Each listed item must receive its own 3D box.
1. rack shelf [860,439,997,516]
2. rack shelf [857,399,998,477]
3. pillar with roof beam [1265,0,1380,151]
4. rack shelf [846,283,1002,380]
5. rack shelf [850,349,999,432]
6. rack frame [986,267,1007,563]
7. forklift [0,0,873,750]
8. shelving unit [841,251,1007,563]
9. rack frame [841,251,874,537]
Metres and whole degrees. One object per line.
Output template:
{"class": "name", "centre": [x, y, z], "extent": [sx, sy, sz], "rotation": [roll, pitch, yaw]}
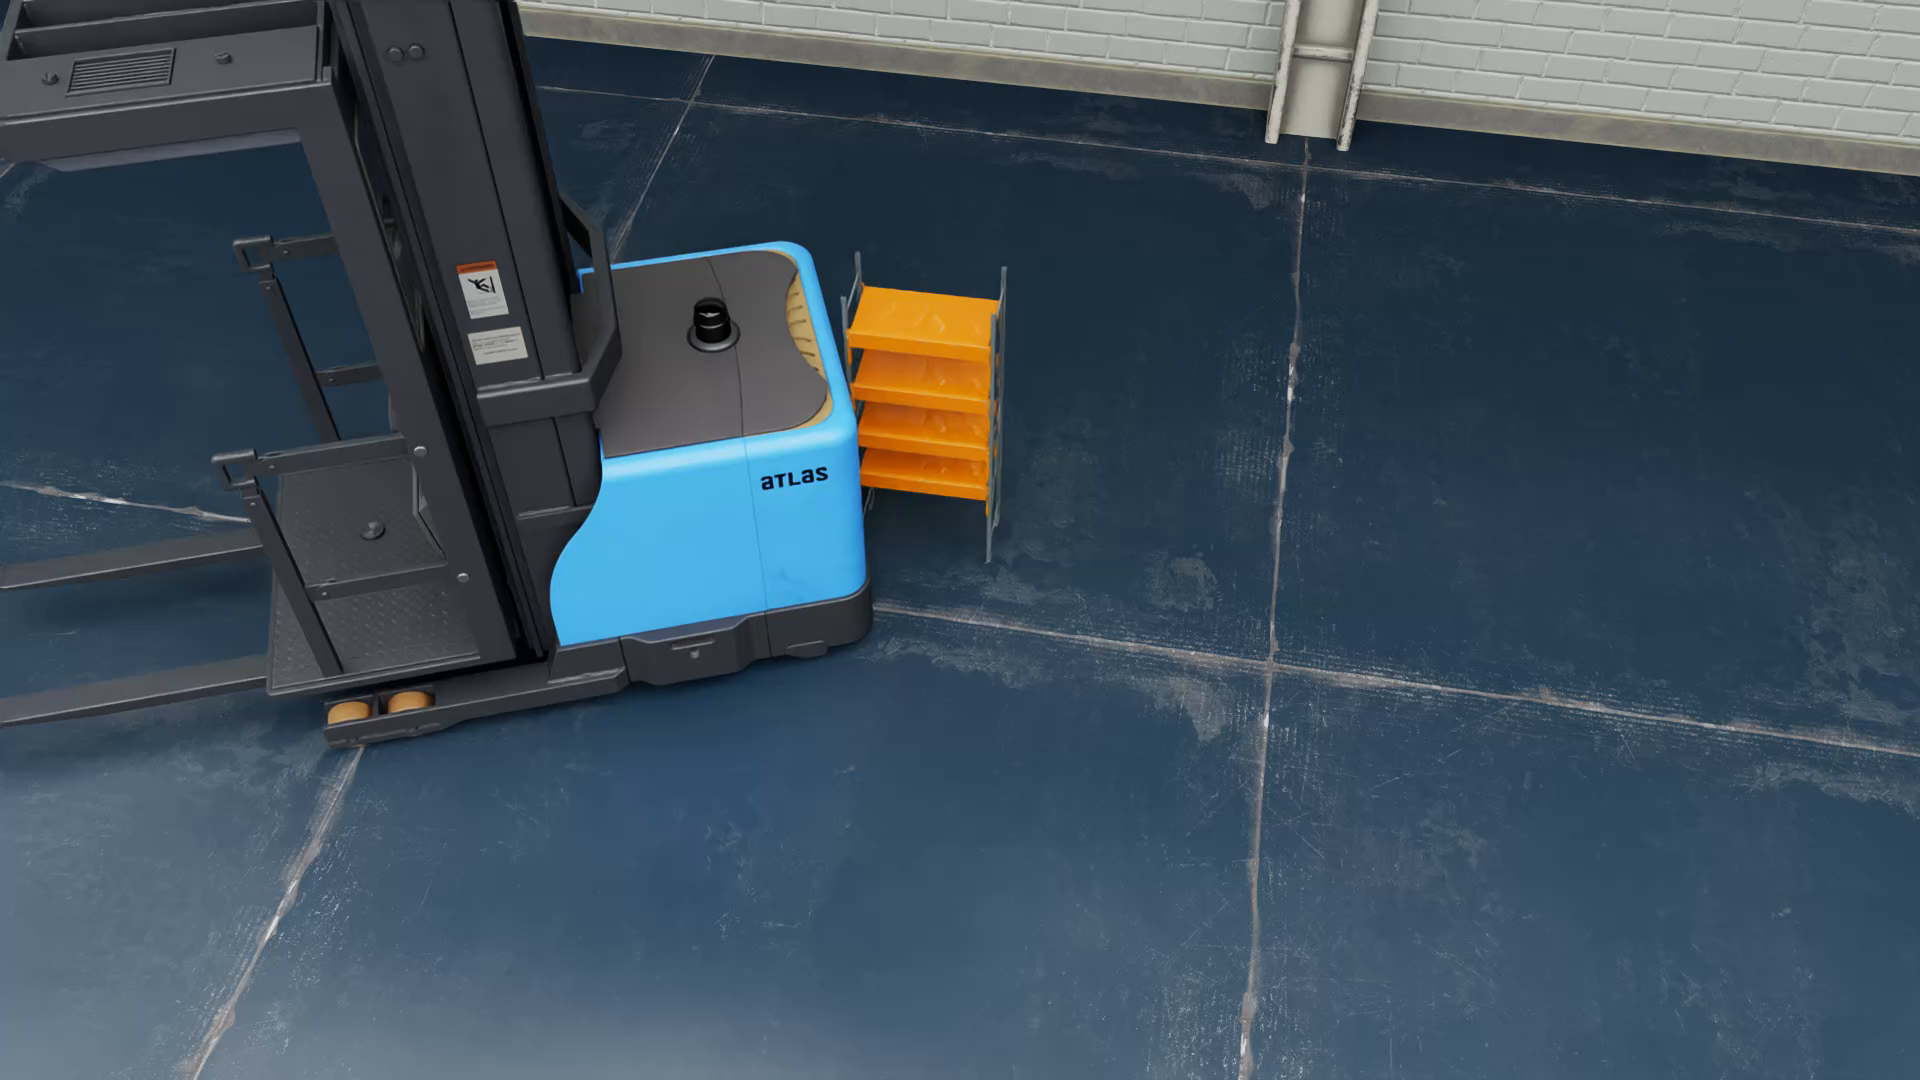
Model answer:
{"class": "rack shelf", "centre": [-0.115, -0.256, 6.031], "extent": [0.480, 0.148, 0.258], "rotation": [7, 48, 6]}
{"class": "rack shelf", "centre": [-0.115, -0.389, 5.883], "extent": [0.480, 0.148, 0.258], "rotation": [7, 48, 6]}
{"class": "pillar with roof beam", "centre": [0.917, -1.846, 1.859], "extent": [0.400, 9.000, 9.100], "rotation": [8, 49, 7]}
{"class": "rack shelf", "centre": [-0.115, -0.696, 5.541], "extent": [0.480, 0.148, 0.258], "rotation": [7, 48, 6]}
{"class": "rack shelf", "centre": [-0.115, -0.538, 5.717], "extent": [0.480, 0.148, 0.258], "rotation": [7, 48, 6]}
{"class": "rack frame", "centre": [0.125, -0.403, 5.806], "extent": [0.015, 1.200, 0.240], "rotation": [7, 48, 6]}
{"class": "forklift", "centre": [-1.881, -0.714, 4.921], "extent": [3.031, 2.935, 1.130], "rotation": [-10, 49, -9]}
{"class": "shelving unit", "centre": [-0.115, -0.434, 5.833], "extent": [0.503, 1.200, 0.258], "rotation": [7, 48, 6]}
{"class": "rack frame", "centre": [-0.356, -0.464, 5.860], "extent": [0.015, 1.200, 0.240], "rotation": [7, 48, 6]}
